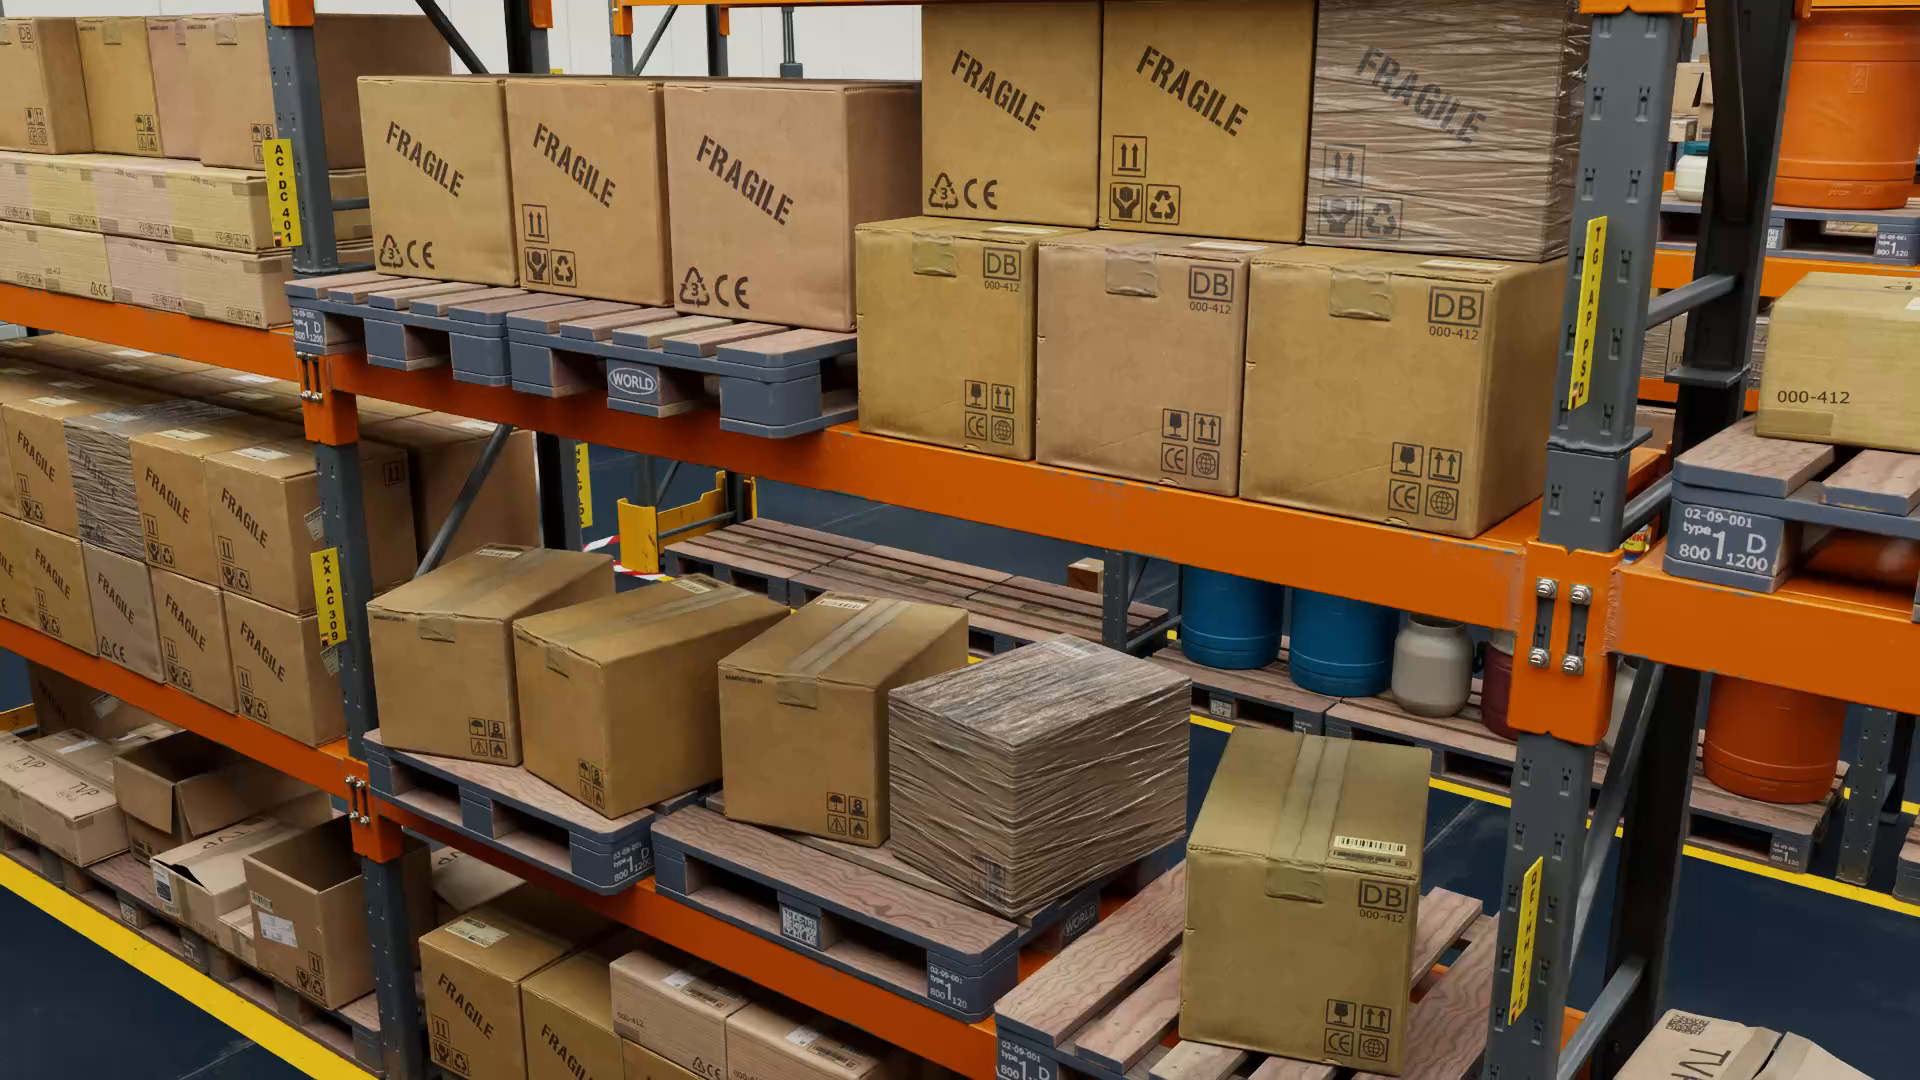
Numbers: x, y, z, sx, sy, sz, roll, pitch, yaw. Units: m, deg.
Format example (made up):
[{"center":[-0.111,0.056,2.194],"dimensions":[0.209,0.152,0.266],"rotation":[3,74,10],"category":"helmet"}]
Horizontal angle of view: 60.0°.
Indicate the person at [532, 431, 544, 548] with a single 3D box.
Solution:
[{"center":[-2.913,-0.363,11.180],"dimensions":[0.463,1.695,0.538],"rotation":[10,20,31],"category":"person"}]
